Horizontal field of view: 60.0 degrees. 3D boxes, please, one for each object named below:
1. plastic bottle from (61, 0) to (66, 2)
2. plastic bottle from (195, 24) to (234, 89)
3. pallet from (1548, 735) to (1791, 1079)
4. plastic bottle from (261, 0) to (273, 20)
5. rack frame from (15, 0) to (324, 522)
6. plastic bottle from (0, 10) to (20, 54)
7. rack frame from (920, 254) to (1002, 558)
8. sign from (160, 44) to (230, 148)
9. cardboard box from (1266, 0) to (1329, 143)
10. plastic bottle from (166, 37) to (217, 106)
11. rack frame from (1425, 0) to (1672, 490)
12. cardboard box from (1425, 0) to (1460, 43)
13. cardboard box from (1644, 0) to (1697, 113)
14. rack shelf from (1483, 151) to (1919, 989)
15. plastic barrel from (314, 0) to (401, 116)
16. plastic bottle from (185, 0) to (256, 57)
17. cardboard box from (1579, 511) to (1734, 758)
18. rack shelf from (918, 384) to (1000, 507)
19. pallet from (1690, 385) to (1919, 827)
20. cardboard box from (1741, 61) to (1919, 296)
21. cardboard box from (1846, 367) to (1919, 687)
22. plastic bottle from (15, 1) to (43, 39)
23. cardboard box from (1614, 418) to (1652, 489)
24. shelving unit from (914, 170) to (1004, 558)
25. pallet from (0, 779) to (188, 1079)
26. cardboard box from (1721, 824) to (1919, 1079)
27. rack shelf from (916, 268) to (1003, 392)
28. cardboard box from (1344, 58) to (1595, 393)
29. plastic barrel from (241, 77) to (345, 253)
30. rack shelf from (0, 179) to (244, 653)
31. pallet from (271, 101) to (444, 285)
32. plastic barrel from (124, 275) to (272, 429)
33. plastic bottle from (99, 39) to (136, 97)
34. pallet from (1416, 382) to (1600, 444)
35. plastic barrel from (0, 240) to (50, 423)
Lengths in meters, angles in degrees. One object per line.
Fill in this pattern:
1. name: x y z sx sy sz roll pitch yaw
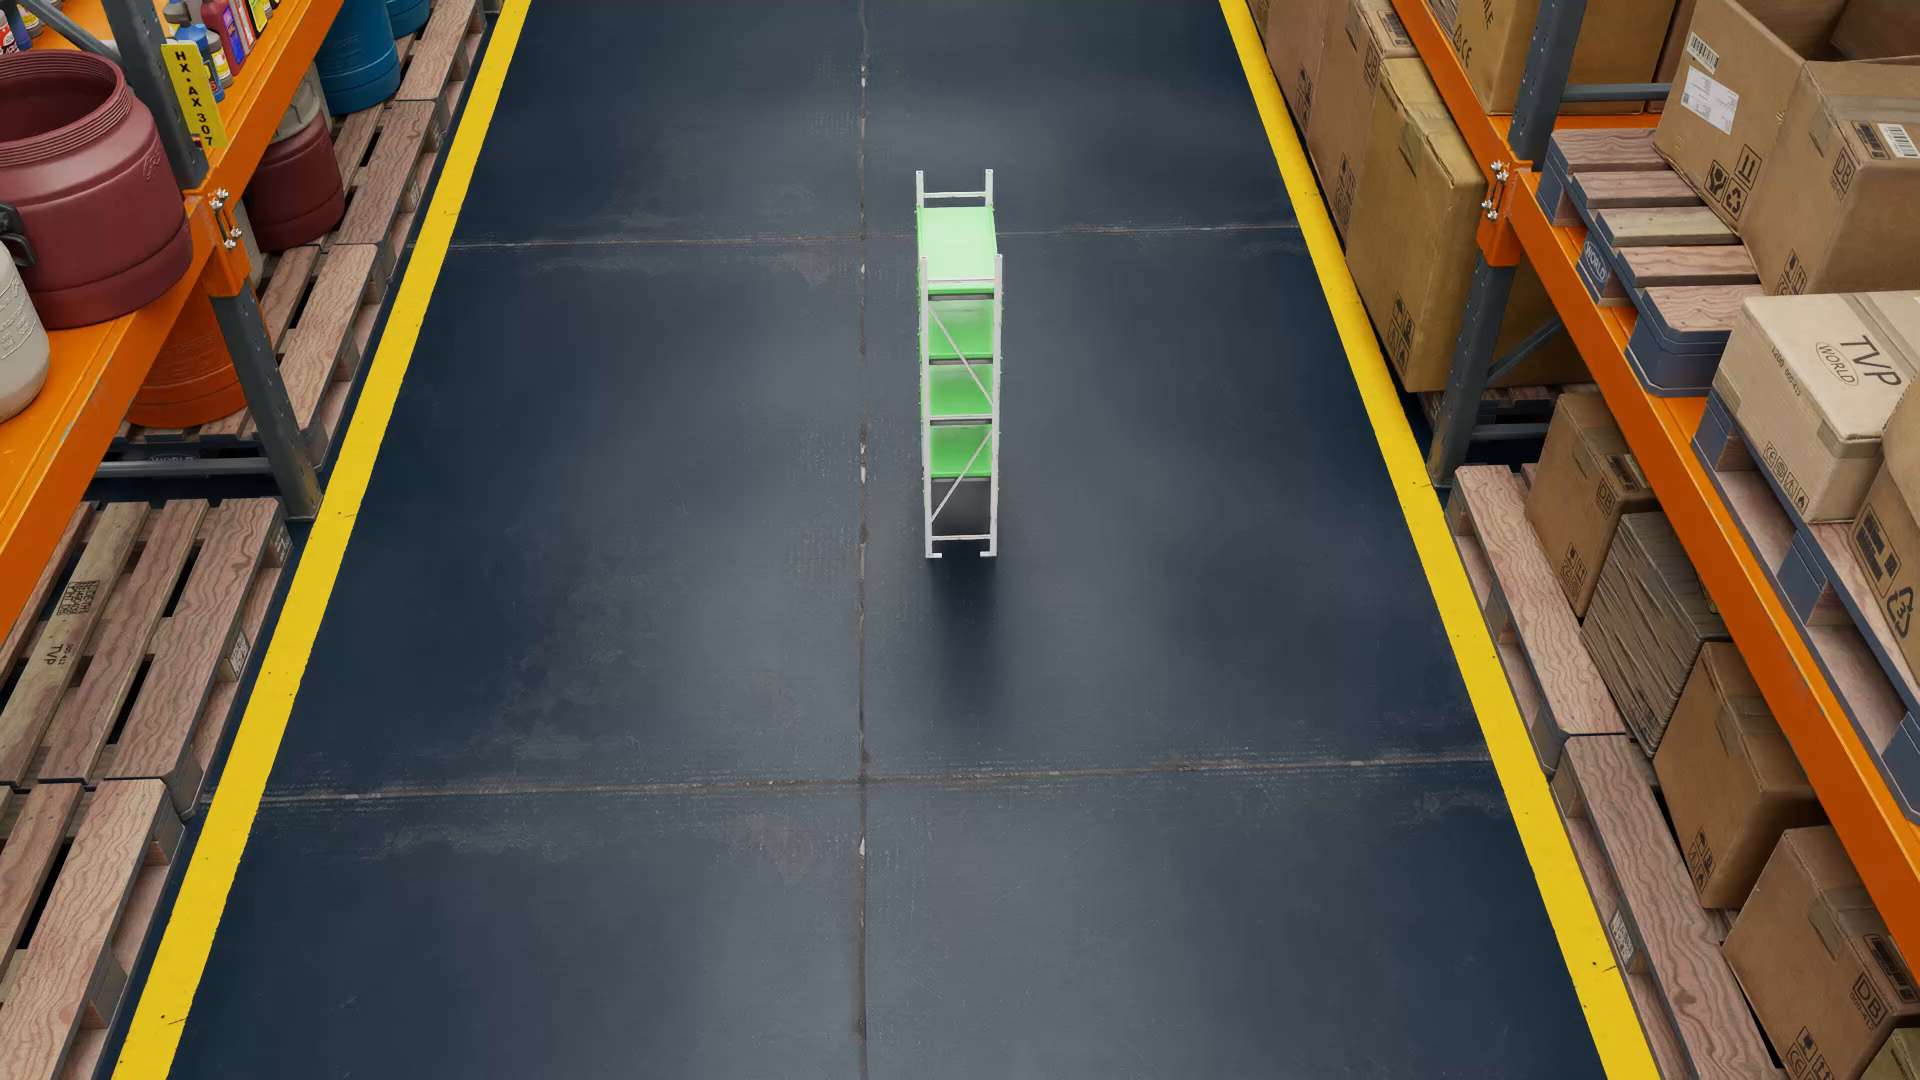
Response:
1. plastic bottle: -3.223 -2.015 5.875 0.097 0.201 0.097 0 43 0
2. plastic bottle: -2.435 -1.572 5.392 0.097 0.201 0.097 0 43 0
3. pallet: 2.271 1.036 4.463 1.003 0.211 1.213 -2 43 -2
4. plastic bottle: -2.456 -1.908 5.759 0.097 0.201 0.097 0 43 0
5. rack frame: -2.758 -1.199 4.838 1.000 3.000 0.127 -2 43 -2
6. plastic bottle: -3.202 -1.686 5.517 0.097 0.201 0.097 0 43 0
7. rack frame: 0.003 -0.389 5.287 0.240 1.200 0.015 -2 43 -2
8. sign: -2.209 -1.279 4.805 0.100 0.325 0.005 -2 43 -2
9. cardboard box: 2.107 -2.378 7.386 1.225 0.875 0.875 -3 43 -3
10. plastic bottle: -2.453 -1.454 5.209 0.152 0.276 0.135 -2 43 -2
11. rack frame: 2.191 -1.341 4.993 1.000 3.000 0.127 -2 43 -2
12. cardboard box: 1.907 -2.040 5.682 0.500 0.500 0.500 -2 43 -2
13. cardboard box: 2.442 -1.714 5.326 0.500 0.500 0.500 0 43 -1
14. rack shelf: 2.276 0.275 3.763 1.077 0.370 4.000 -2 43 -2
15. plastic barrel: -2.892 -2.435 7.428 0.600 0.901 0.708 -2 43 -2
16. plastic bottle: -2.473 -1.767 5.549 0.152 0.276 0.135 -2 43 -2
17. cardboard box: 2.275 0.244 4.788 0.700 0.500 0.500 -5 43 -5
18. rack shelf: -0.007 -0.330 5.672 0.258 0.148 0.480 -2 43 -2
19. pallet: 2.316 0.065 3.601 1.003 0.211 1.213 -2 43 -2
20. cardboard box: 2.377 -0.795 4.013 0.700 0.500 0.500 4 43 5
21. cardboard box: 2.195 -0.001 3.144 0.797 0.503 0.637 2 43 3
22. plastic bottle: -3.210 -1.818 5.660 0.097 0.201 0.097 0 43 0
23. cardboard box: 2.249 -0.407 4.943 0.500 0.250 0.500 0 43 0
24. shelving unit: -0.007 -0.554 5.466 0.258 1.200 0.503 -2 43 -2
25. pallet: -2.715 1.175 4.312 1.003 0.211 1.213 -2 43 -2
26. cardboard box: 2.330 1.004 3.960 0.700 0.500 0.500 -5 43 -5
27. rack shelf: -0.007 -0.684 5.348 0.258 0.148 0.480 -2 43 -2
28. cardboard box: 2.182 -1.179 6.078 1.225 0.875 0.875 -3 43 -4
29. plastic barrel: -2.844 -1.557 6.702 0.600 0.588 0.708 -2 43 -2
30. rack shelf: -2.673 0.417 3.608 1.077 0.370 4.000 -2 43 -2
31. pallet: -2.882 -1.523 7.256 1.003 0.211 1.213 -2 43 -2
32. plastic barrel: -2.796 -0.883 5.789 0.600 0.830 0.708 -2 43 -2
33. plastic bottle: -2.605 -1.450 5.204 0.152 0.276 0.135 -2 43 -2
34. pallet: 2.232 -0.847 6.518 1.003 0.211 1.213 -2 43 -2
35. plastic barrel: -2.501 -0.552 4.049 0.421 0.512 0.421 0 43 0
